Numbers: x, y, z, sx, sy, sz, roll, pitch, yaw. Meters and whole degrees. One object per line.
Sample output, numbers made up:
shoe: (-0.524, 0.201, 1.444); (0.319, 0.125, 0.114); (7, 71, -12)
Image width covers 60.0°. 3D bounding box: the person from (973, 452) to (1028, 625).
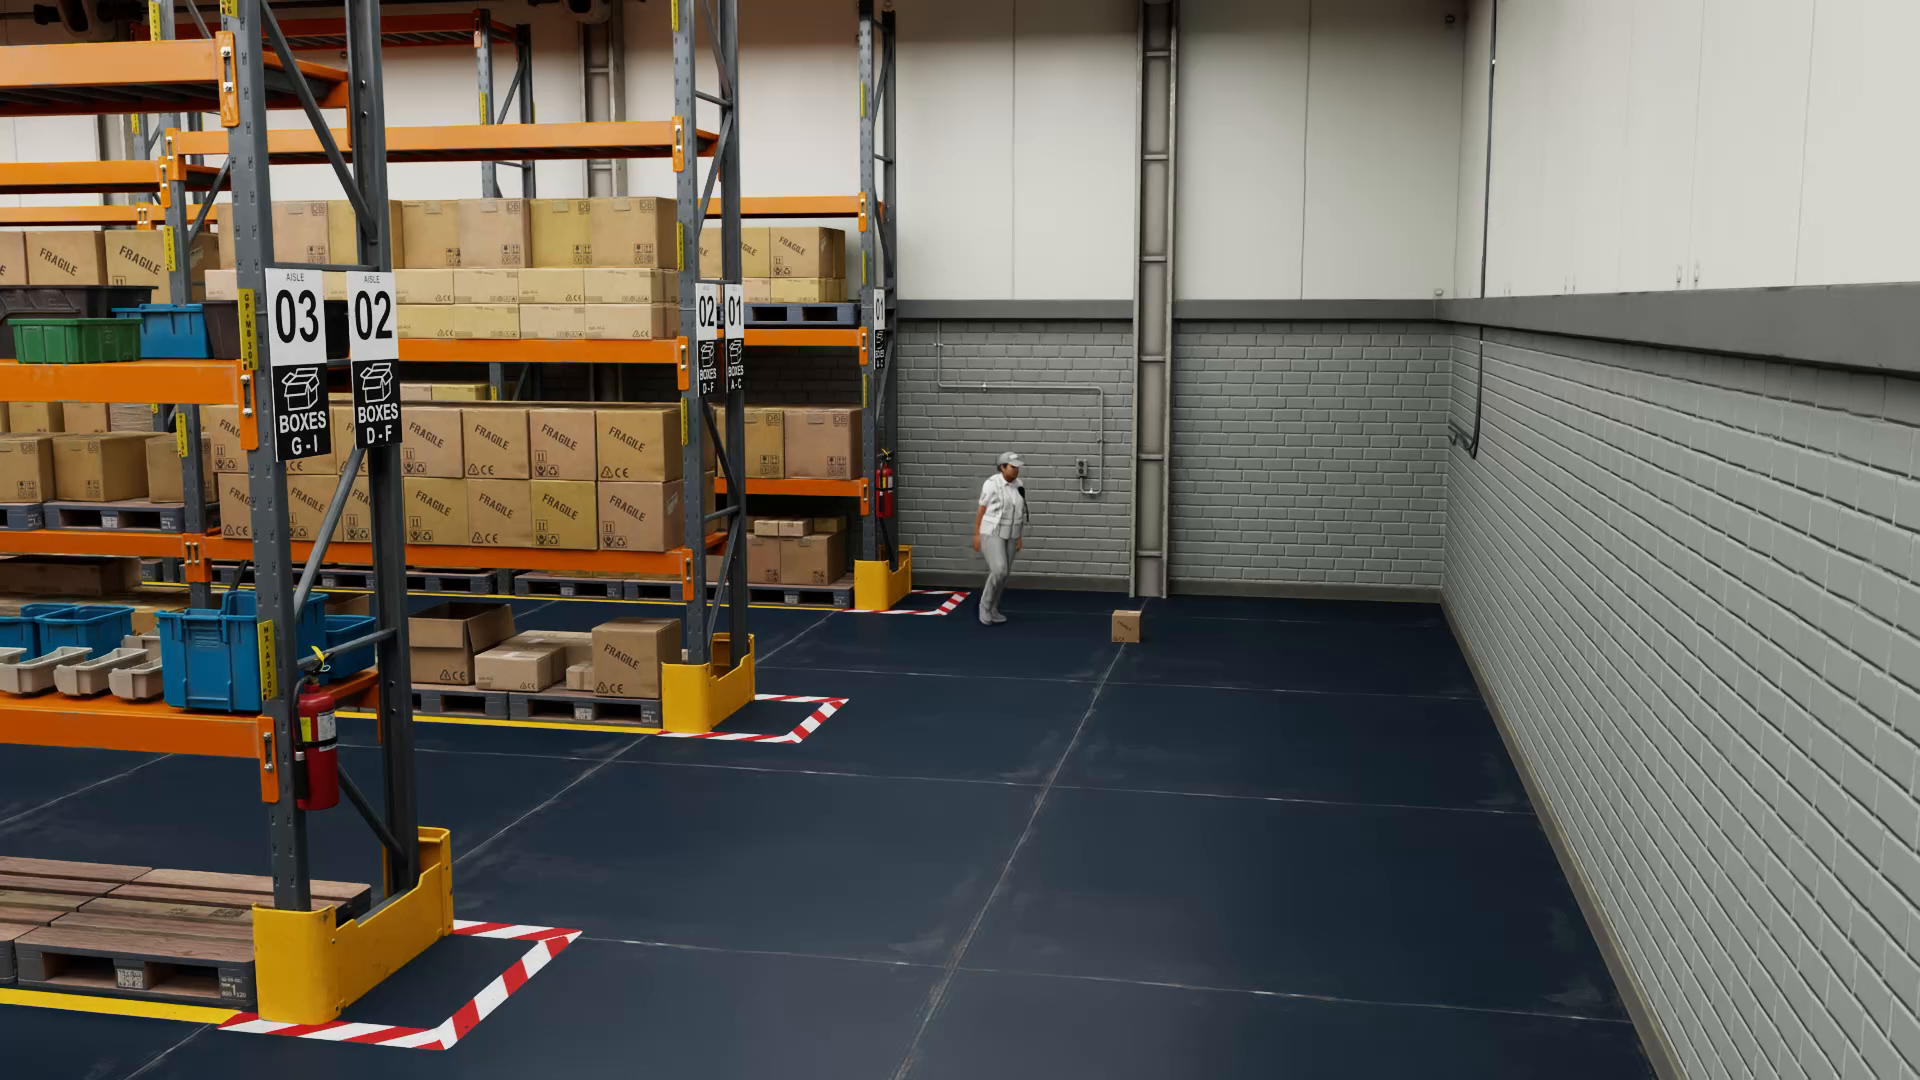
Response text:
person: (0.392, -0.024, 15.887); (0.521, 1.647, 0.516); (-7, 11, -40)
